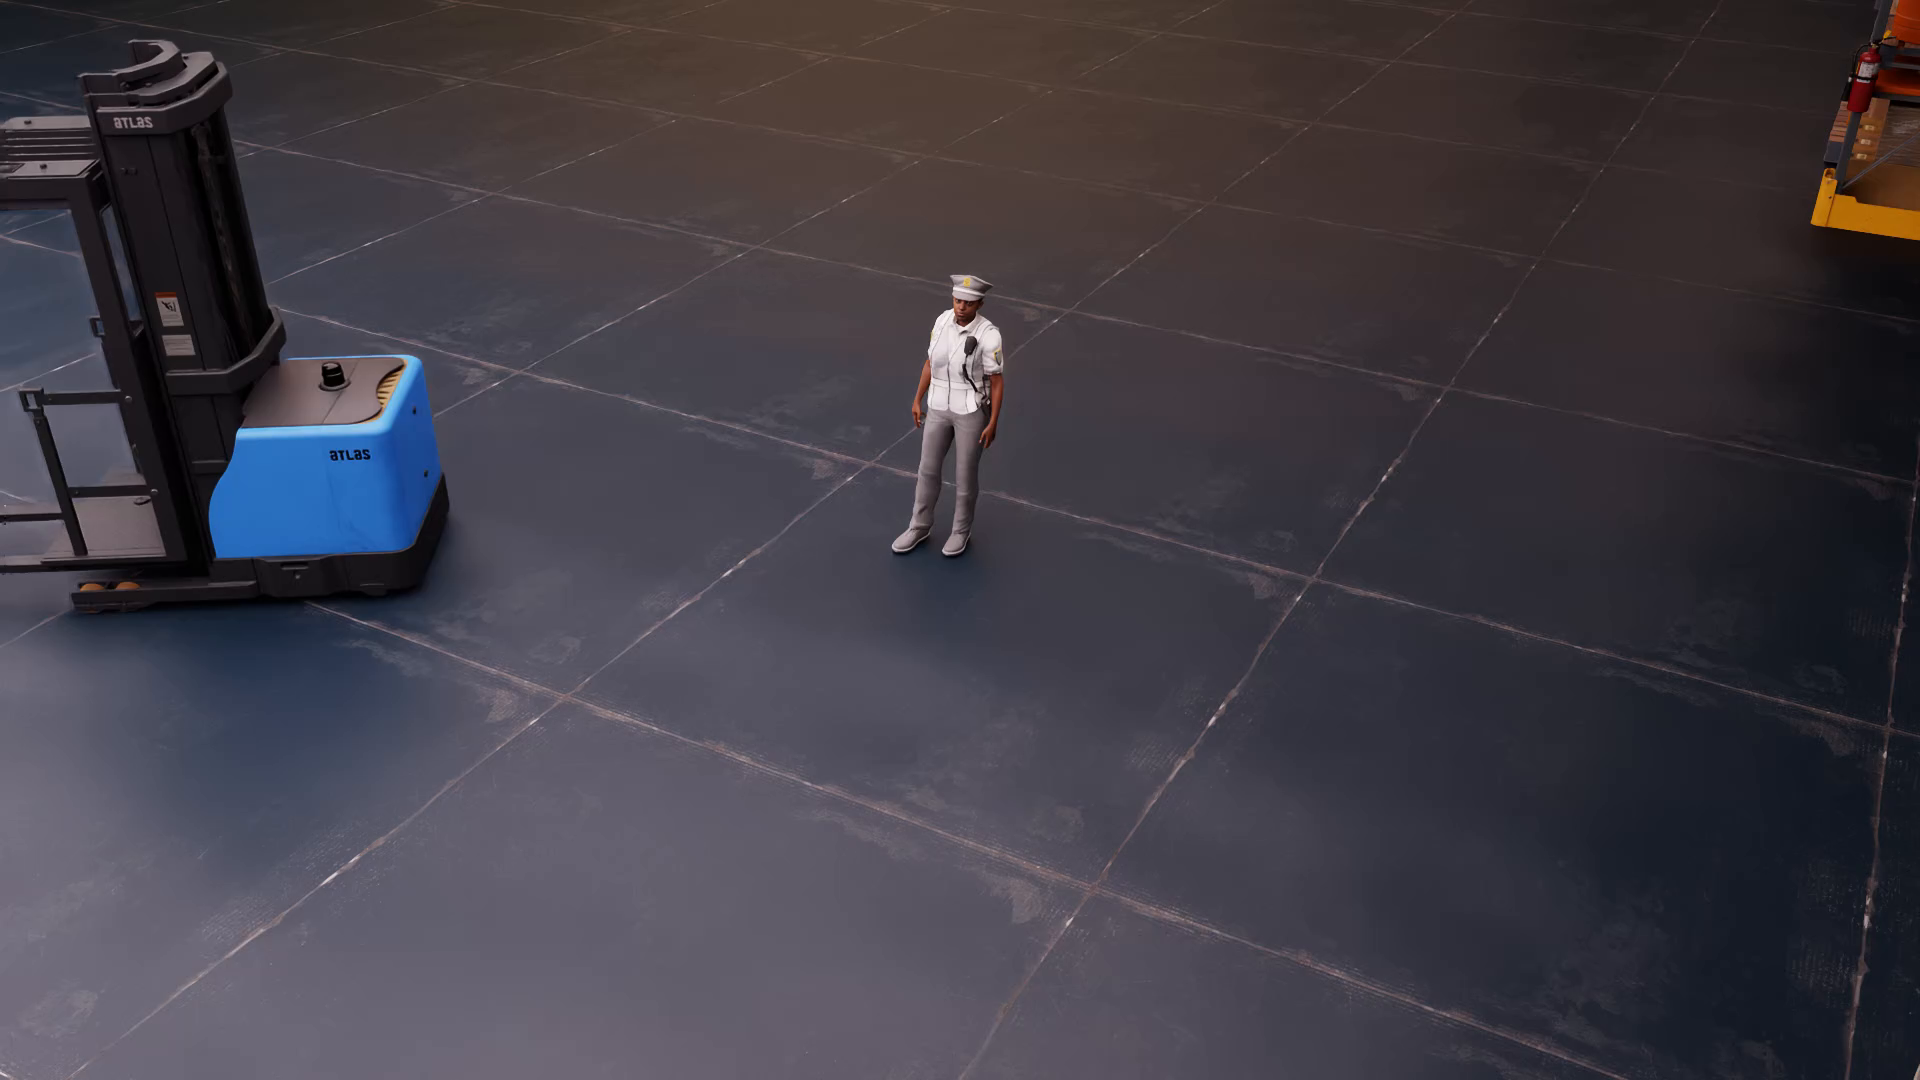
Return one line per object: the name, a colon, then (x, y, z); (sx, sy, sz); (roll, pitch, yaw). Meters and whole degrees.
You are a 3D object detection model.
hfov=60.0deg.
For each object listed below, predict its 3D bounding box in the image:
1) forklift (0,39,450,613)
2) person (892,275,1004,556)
forklift: (-4.607, -1.135, 9.037); (3.031, 2.935, 1.130); (-2, 30, -4)
person: (-0.054, -0.712, 9.527); (0.569, 1.695, 0.528); (15, 33, 25)
